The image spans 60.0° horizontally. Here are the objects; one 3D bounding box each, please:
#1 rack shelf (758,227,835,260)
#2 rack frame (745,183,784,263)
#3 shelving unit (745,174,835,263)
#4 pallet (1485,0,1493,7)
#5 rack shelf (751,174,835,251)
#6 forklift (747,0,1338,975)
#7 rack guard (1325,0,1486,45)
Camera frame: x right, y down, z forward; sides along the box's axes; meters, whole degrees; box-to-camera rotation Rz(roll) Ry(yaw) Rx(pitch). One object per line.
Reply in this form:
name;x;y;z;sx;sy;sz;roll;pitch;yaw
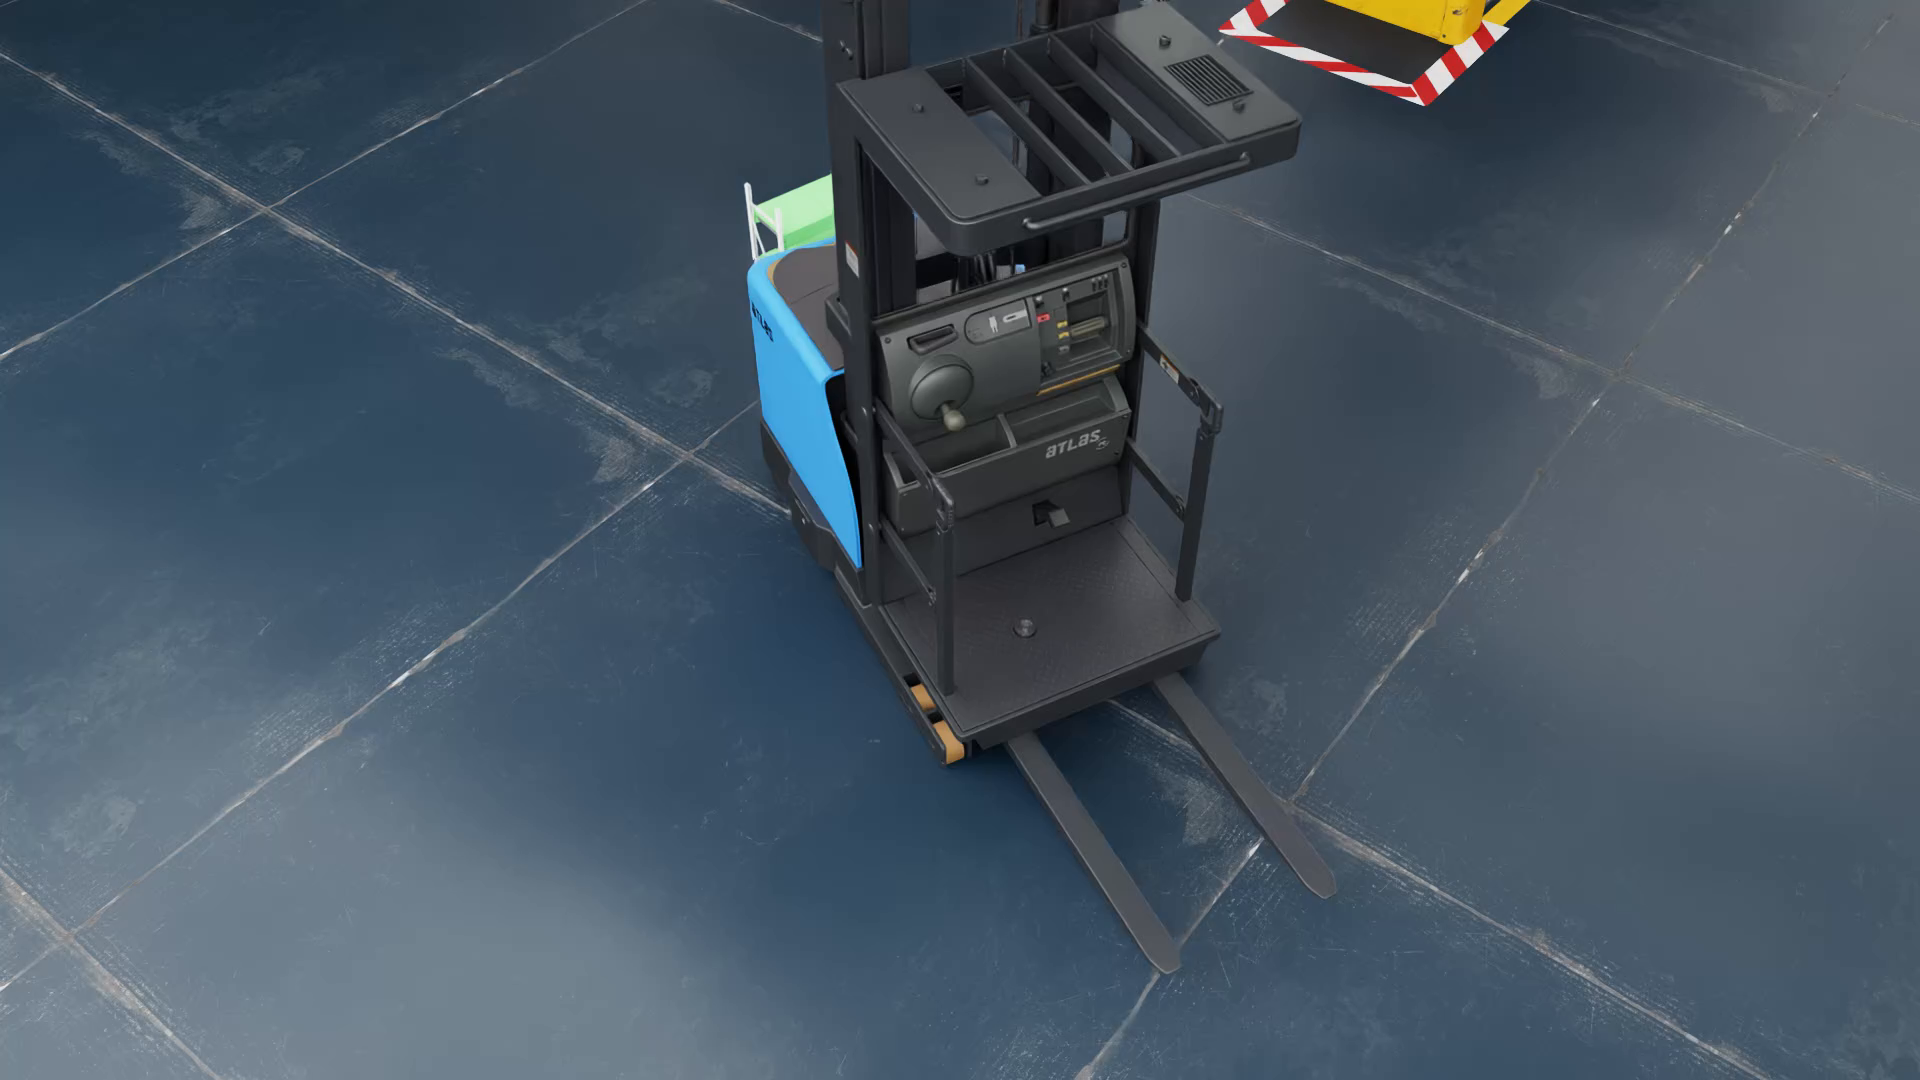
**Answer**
rack shelf;-0.582;-1.162;6.949;0.480;0.148;0.258;-29;52;-25
rack frame;-0.774;-0.931;6.973;0.015;1.200;0.240;-29;52;-25
shelving unit;-0.581;-1.039;7.076;0.503;1.200;0.258;-29;52;-25
pallet;3.029;-3.747;10.348;1.003;0.211;1.213;29;53;25
rack shelf;-0.583;-1.329;6.777;0.480;0.148;0.258;-29;52;-25
forklift;0.269;-0.562;5.424;1.130;2.935;3.031;-20;50;-18
rack guard;2.528;-3.384;9.802;1.175;0.500;0.348;29;53;25
